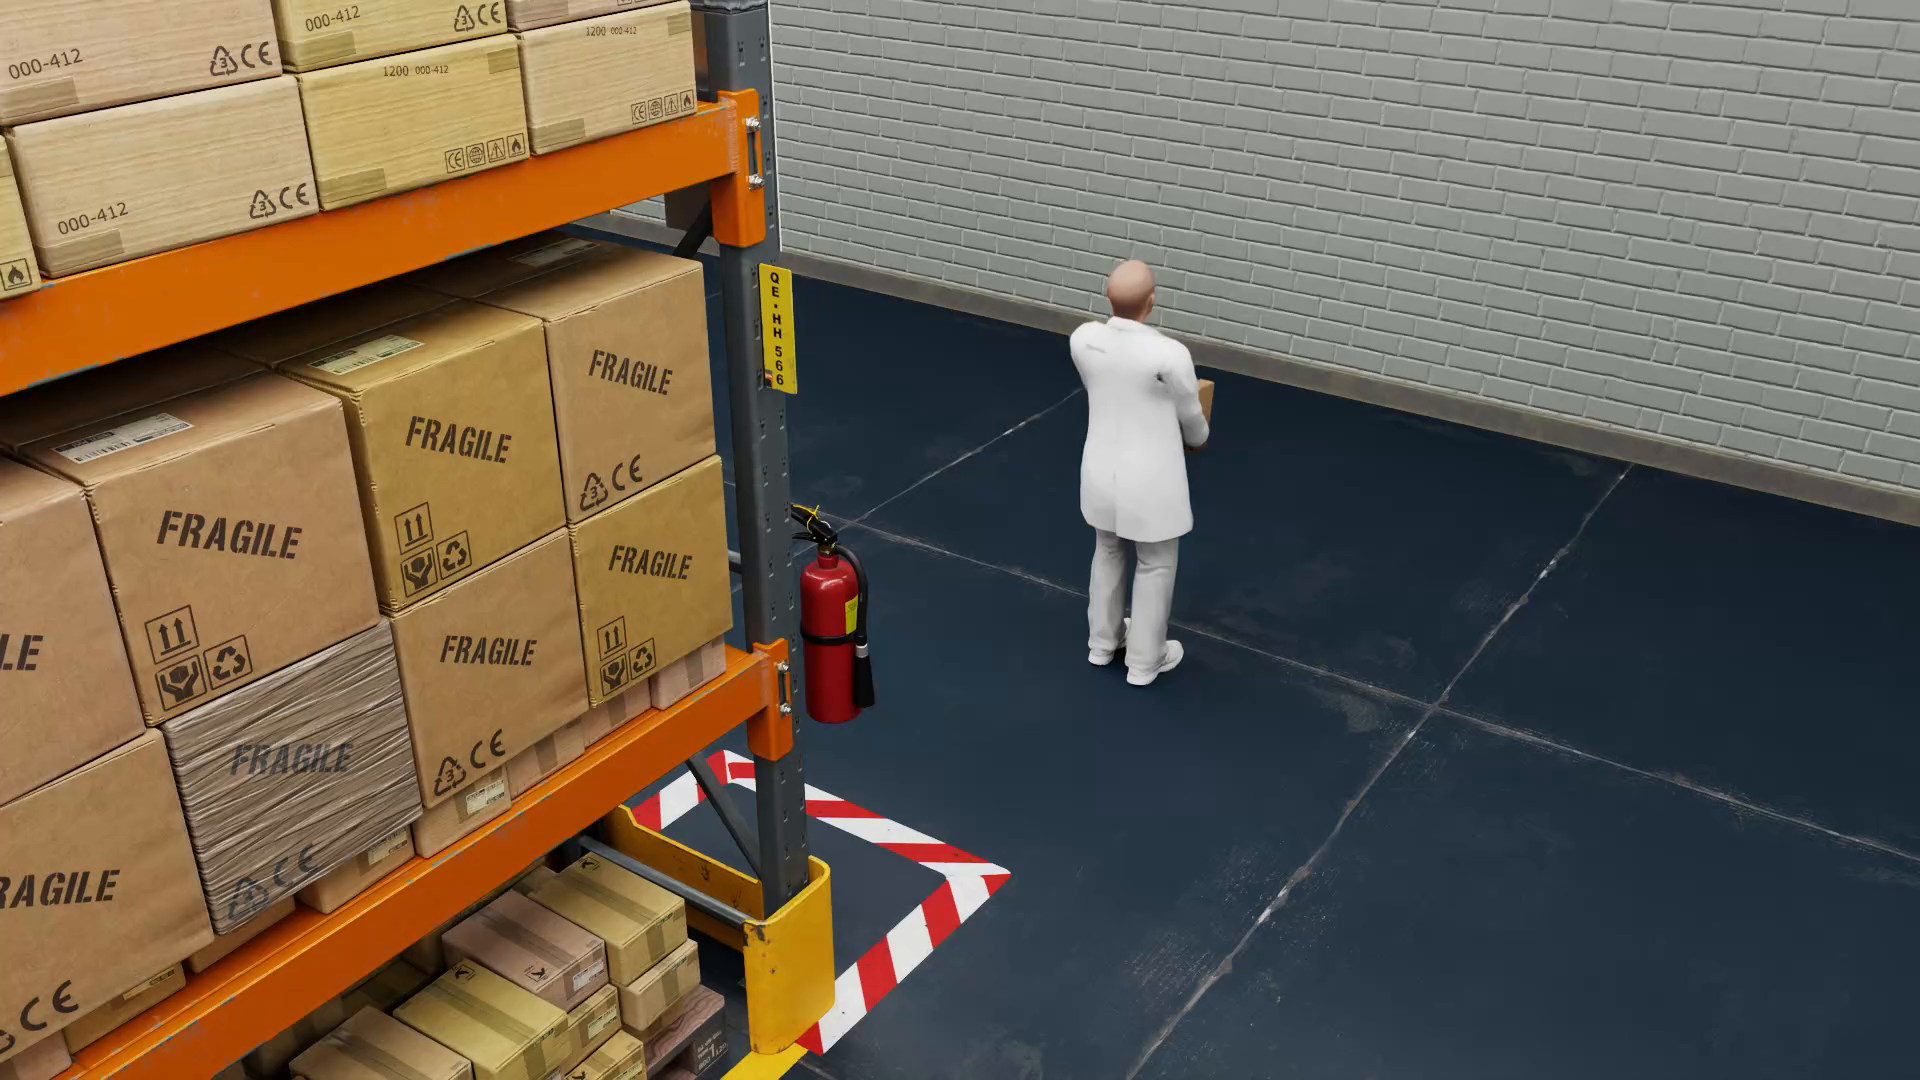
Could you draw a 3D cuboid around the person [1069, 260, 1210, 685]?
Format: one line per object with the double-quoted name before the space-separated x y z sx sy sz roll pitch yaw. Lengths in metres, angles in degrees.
"person" 0.749 -0.265 6.769 0.528 1.684 0.548 18 32 31
